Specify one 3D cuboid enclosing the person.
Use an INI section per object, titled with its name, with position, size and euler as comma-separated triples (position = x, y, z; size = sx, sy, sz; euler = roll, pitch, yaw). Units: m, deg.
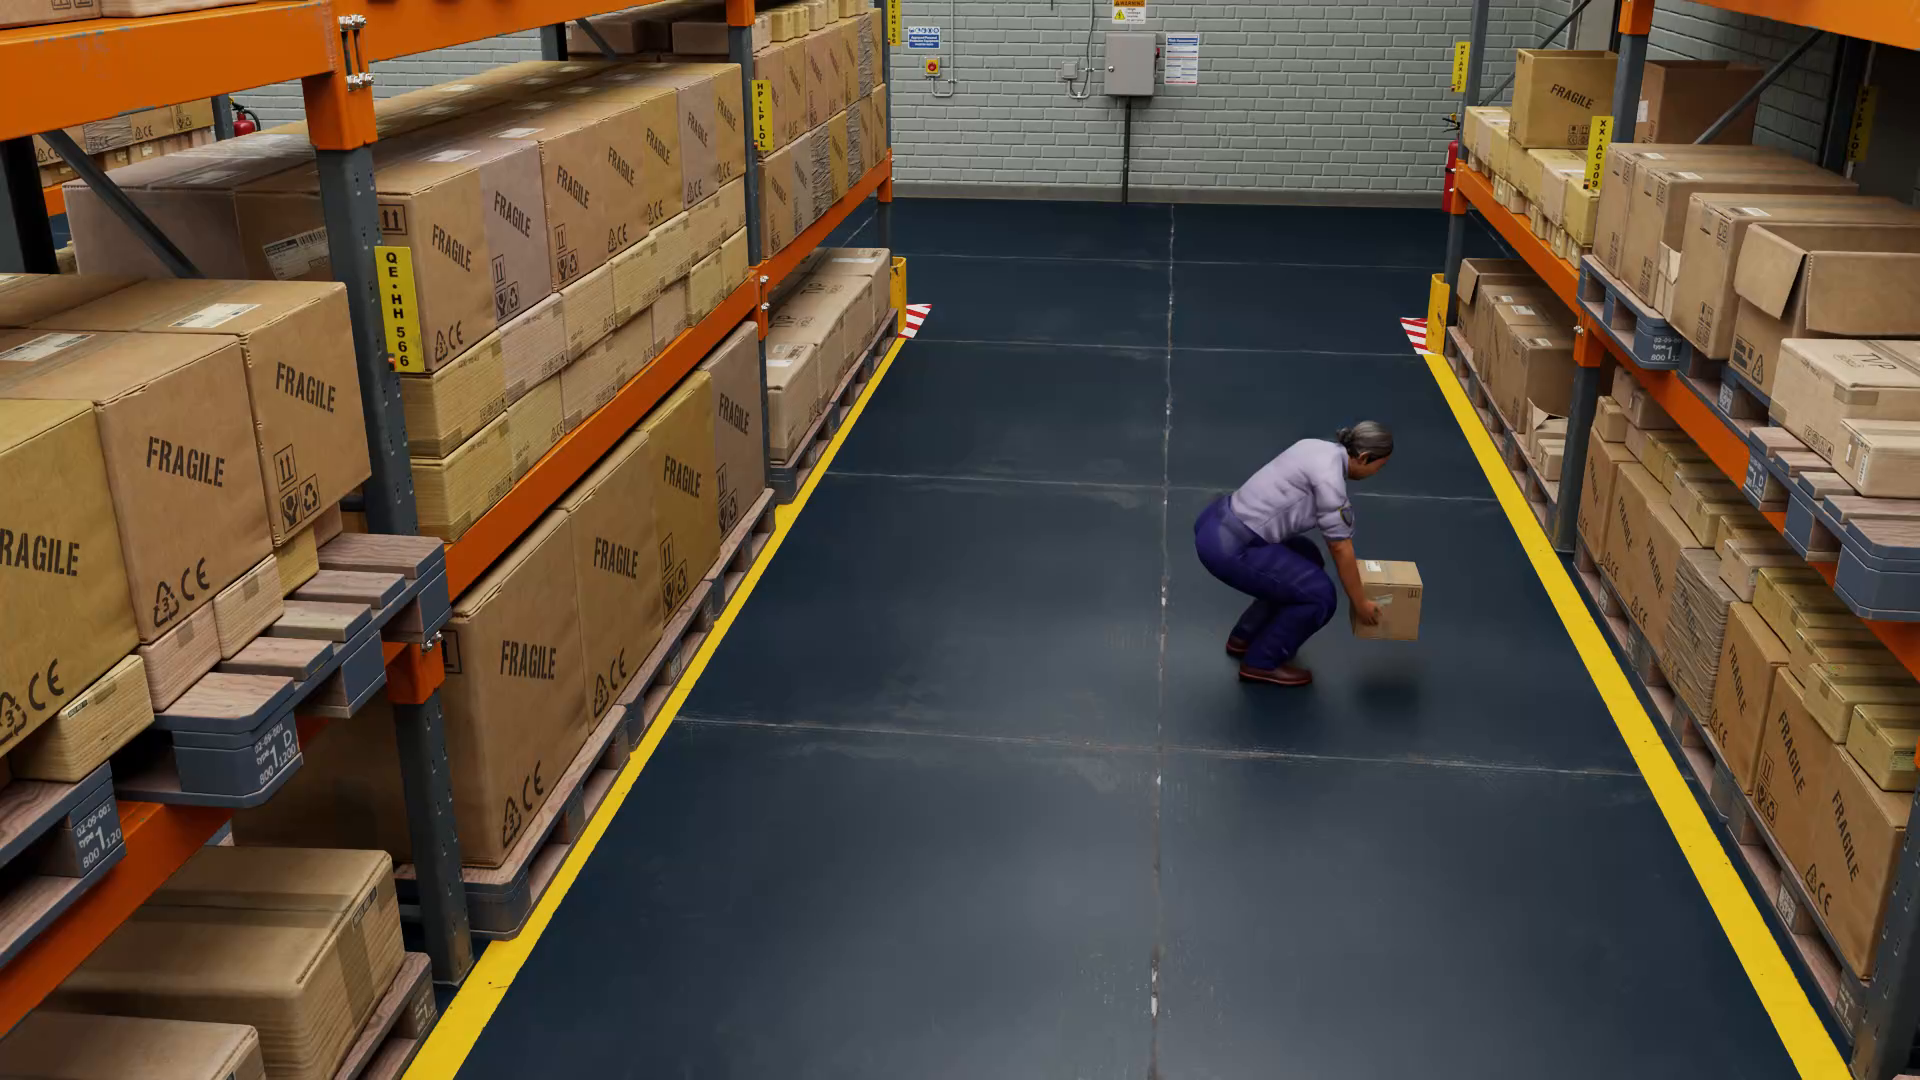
[person]
position = 1.349, 0.026, 6.834
size = 0.773, 1.076, 0.530
euler = 2, 21, 6
